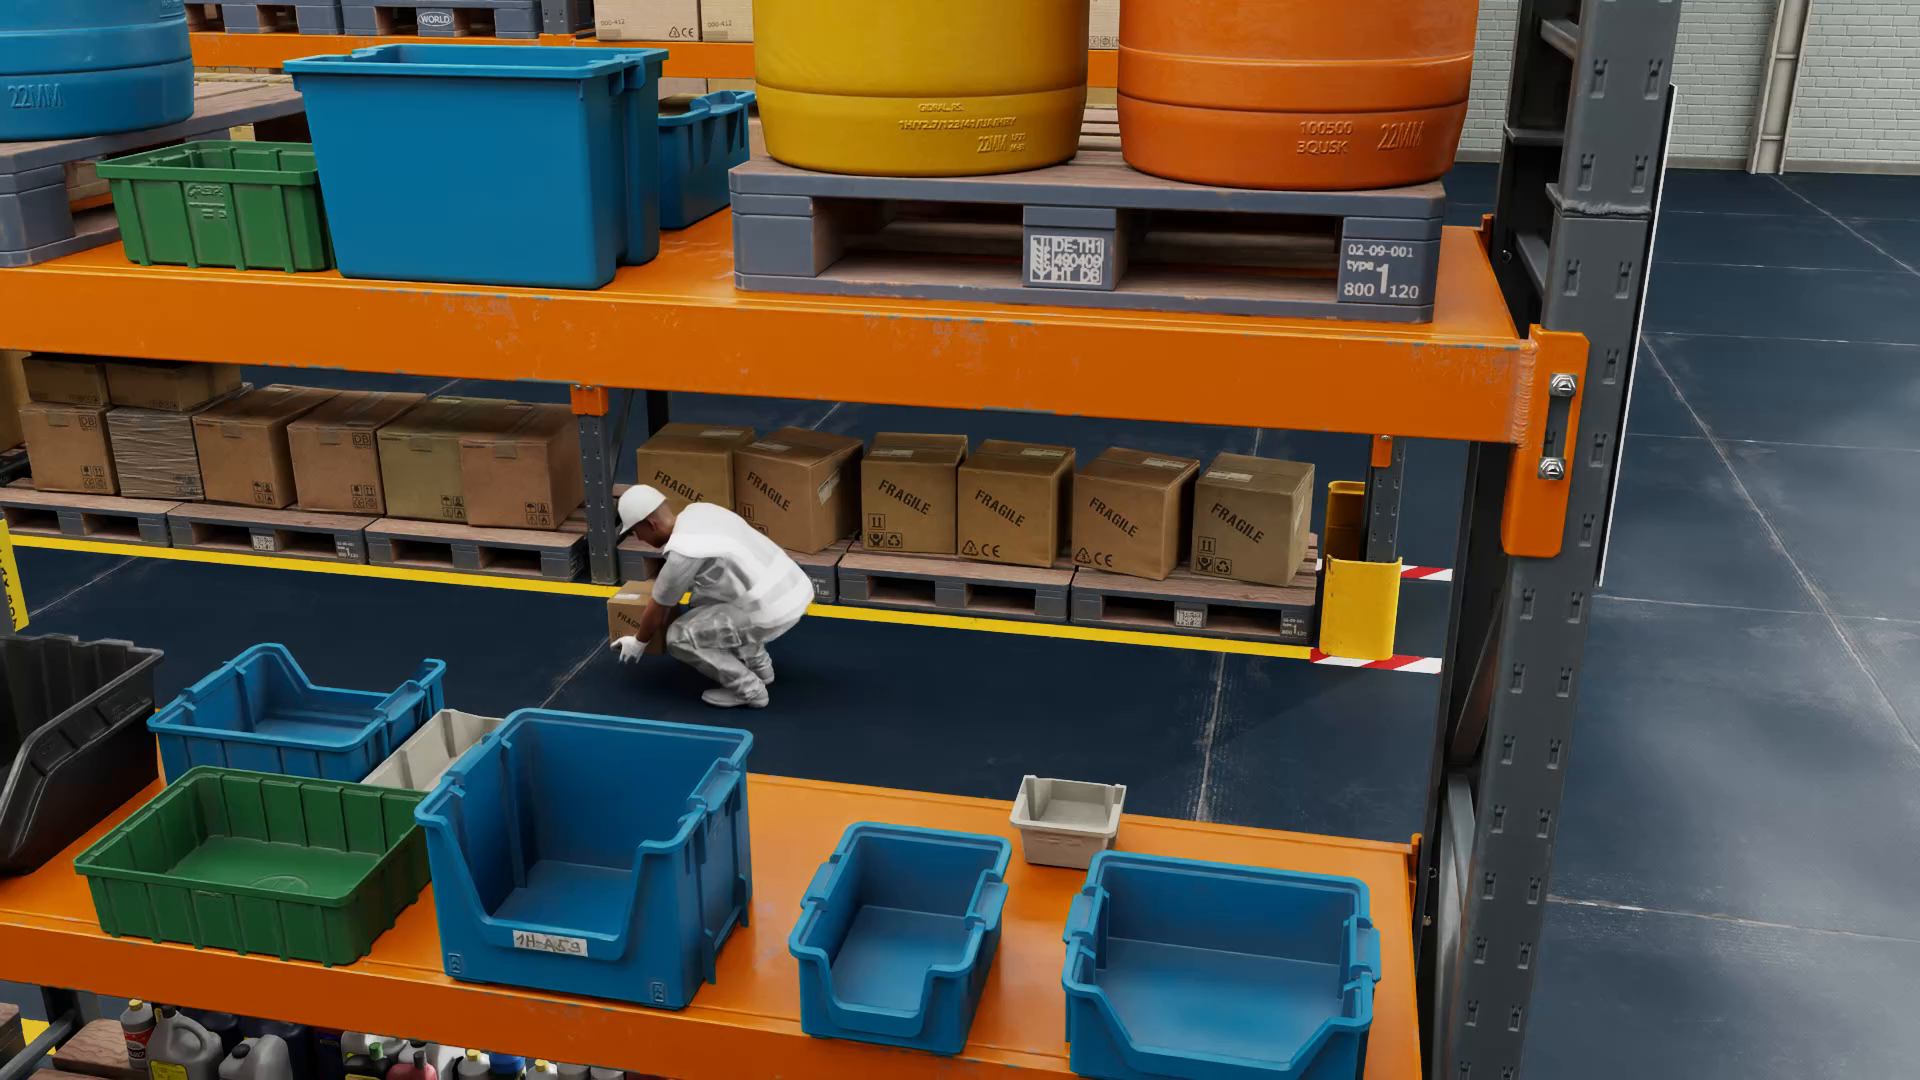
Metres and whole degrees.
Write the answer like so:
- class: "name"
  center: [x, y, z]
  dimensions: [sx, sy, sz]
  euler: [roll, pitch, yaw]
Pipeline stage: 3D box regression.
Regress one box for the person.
- class: "person"
  center: [-1.137, 0.239, 7.528]
  dimensions: [0.907, 1.006, 0.534]
  euler: [4, 22, 10]
